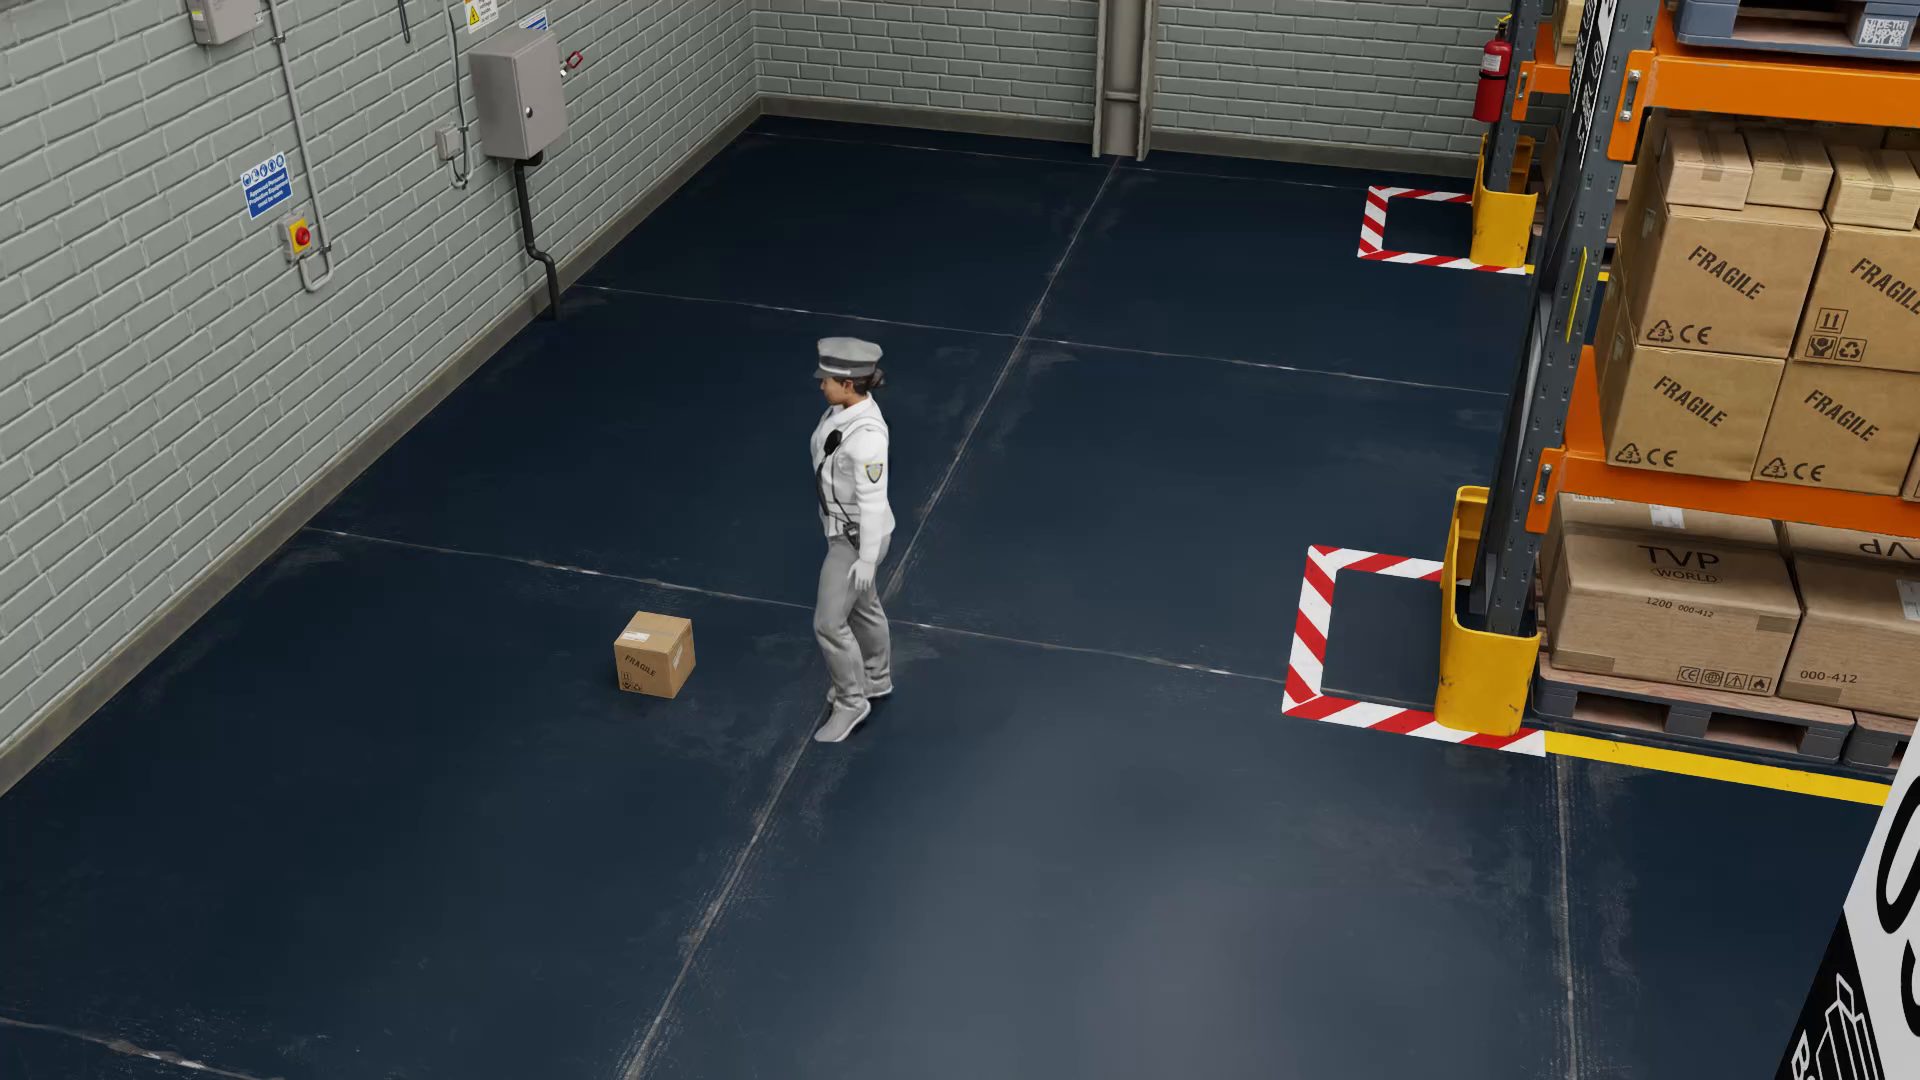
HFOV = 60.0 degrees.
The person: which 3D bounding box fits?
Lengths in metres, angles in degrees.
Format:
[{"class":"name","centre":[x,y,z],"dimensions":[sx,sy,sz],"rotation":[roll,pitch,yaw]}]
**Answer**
[{"class":"person","centre":[-0.461,0.003,6.666],"dimensions":[0.397,1.715,0.524],"rotation":[-7,34,-10]}]
